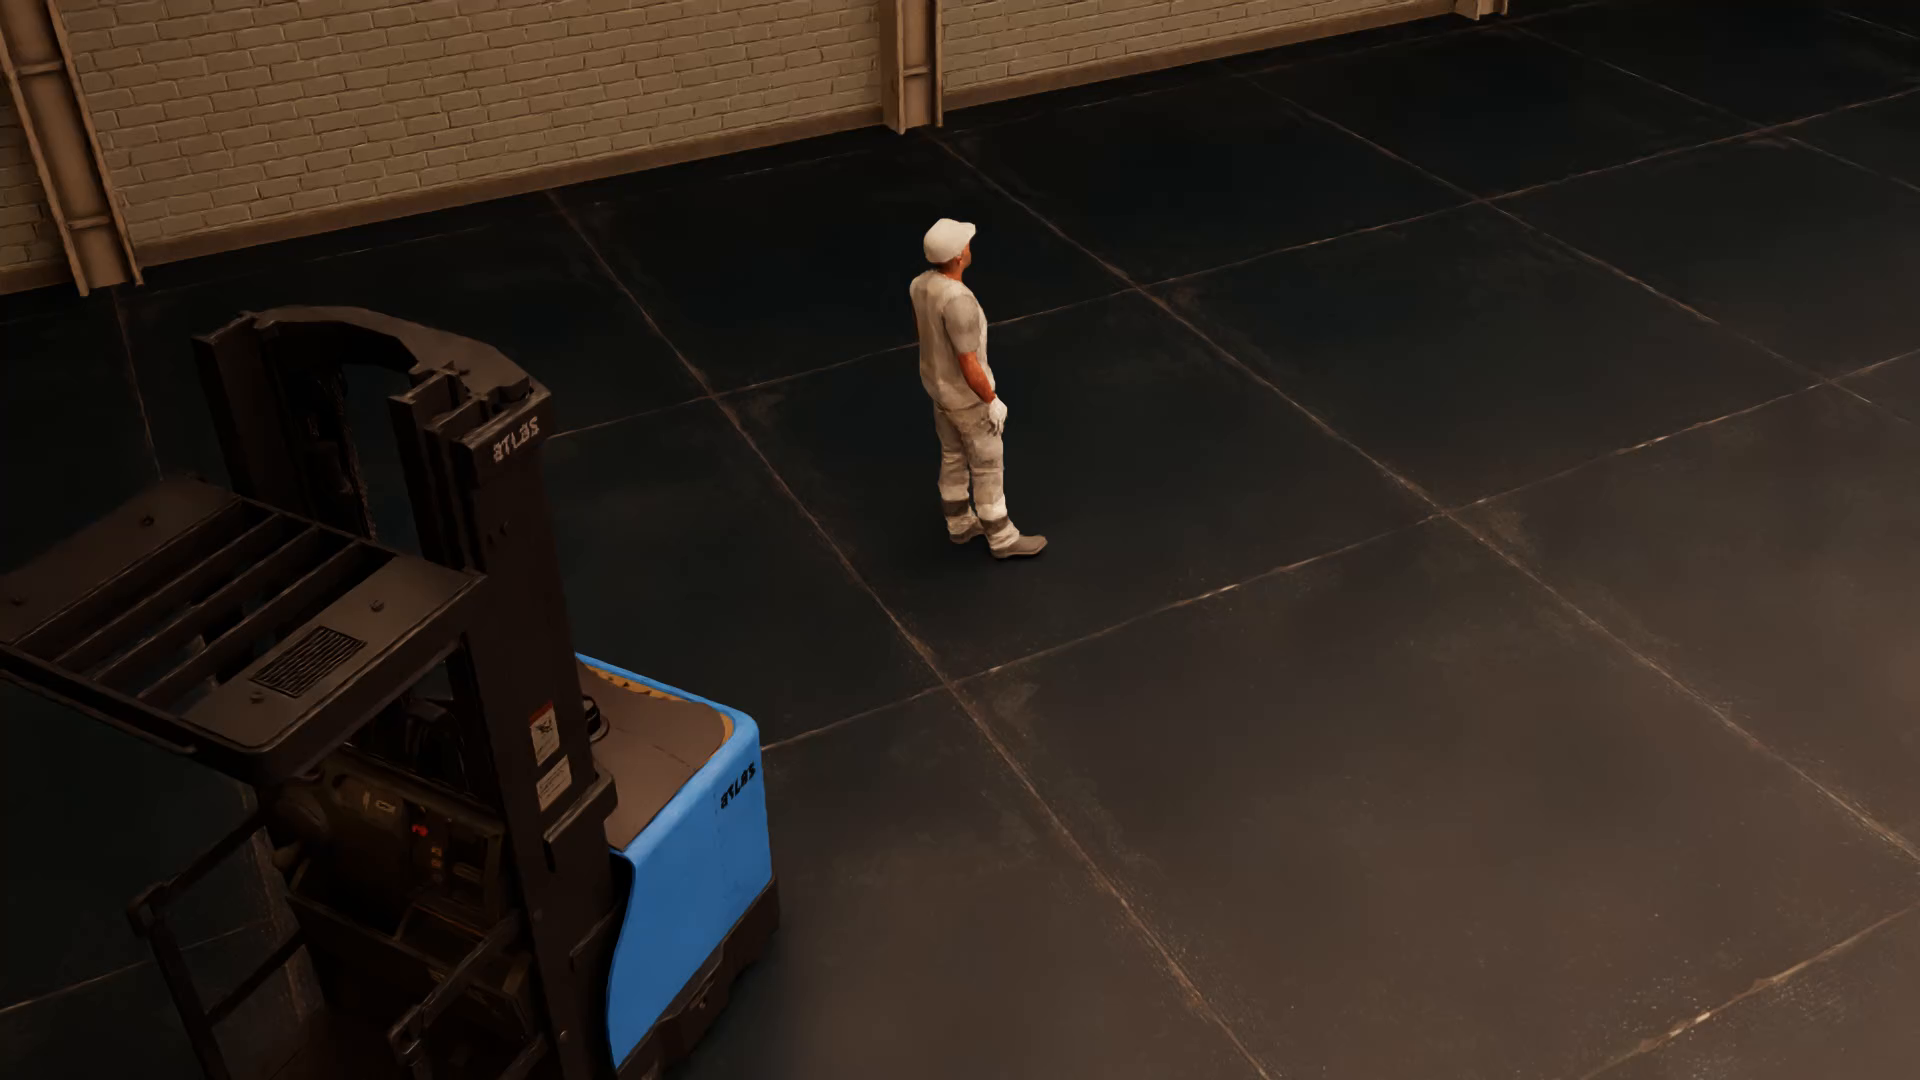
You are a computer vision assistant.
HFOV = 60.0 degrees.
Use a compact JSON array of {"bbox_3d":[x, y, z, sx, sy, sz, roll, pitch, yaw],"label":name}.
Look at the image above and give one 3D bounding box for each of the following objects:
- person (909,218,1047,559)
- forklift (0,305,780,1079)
[{"bbox_3d":[0.076,-0.752,8.165,0.563,1.787,0.637,-17,39,-23],"label":"person"},{"bbox_3d":[-1.822,0.939,4.795,1.130,2.935,3.031,17,38,22],"label":"forklift"}]
